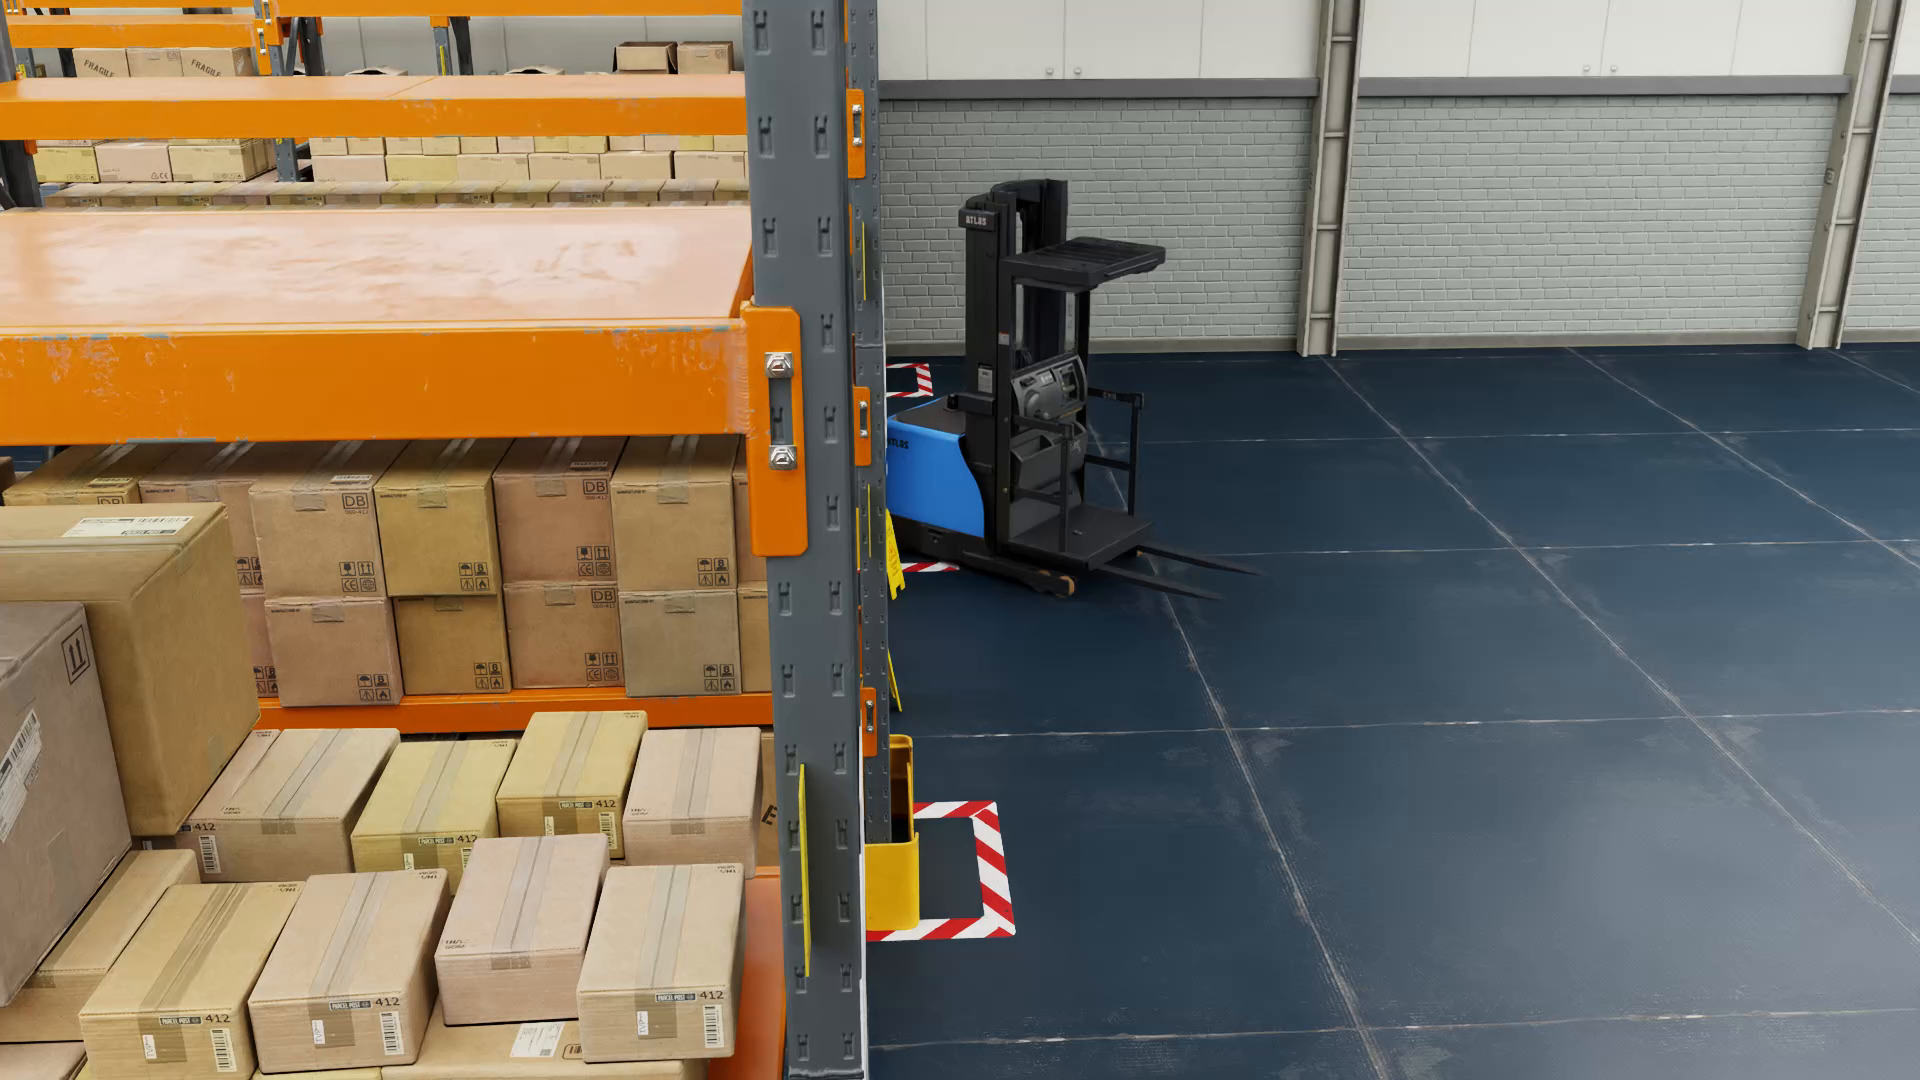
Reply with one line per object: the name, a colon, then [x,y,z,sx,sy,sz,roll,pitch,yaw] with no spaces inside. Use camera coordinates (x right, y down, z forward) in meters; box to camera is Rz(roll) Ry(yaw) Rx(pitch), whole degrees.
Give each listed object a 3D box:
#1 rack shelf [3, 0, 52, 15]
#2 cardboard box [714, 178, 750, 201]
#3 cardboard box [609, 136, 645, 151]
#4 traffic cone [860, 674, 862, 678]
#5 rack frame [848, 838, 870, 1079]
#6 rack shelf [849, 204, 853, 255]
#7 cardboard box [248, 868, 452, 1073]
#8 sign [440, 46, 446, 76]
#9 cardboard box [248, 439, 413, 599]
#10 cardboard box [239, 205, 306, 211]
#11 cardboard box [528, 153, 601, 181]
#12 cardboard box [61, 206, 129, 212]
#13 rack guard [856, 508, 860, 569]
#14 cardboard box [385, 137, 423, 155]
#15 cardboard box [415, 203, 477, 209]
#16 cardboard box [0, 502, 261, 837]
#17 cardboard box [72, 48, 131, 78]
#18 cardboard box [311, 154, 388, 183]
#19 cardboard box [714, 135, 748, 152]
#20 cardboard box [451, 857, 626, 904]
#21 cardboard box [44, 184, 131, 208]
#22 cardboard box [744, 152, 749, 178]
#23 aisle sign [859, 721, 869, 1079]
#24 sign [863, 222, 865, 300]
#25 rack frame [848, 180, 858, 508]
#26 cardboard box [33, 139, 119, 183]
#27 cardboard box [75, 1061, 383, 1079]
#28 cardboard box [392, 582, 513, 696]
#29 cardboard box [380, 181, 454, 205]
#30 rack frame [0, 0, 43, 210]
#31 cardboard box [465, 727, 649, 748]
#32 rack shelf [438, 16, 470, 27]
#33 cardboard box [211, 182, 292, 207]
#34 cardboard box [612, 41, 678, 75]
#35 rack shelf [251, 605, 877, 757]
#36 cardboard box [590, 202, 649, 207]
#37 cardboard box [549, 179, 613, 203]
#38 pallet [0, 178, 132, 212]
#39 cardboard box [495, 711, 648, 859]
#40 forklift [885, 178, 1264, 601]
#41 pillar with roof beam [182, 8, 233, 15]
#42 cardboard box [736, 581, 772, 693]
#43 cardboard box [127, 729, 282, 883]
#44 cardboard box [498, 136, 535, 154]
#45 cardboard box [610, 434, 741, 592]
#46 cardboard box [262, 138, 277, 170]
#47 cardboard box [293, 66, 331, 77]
rack shelf: [-11.090,-5.227,16.276,4.000,0.370,1.077,-1,21,-3]
cardboard box: [-1.037,-1.632,7.977,0.250,0.149,0.380,-1,21,-3]
cardboard box: [-2.417,-2.943,12.152,0.250,0.149,0.380,-2,21,-5]
traffic cone: [-0.772,0.654,11.254,0.334,0.463,0.336,-1,21,-3]
rack frame: [-0.253,2.134,3.800,0.127,3.000,1.000,-1,21,-3]
rack shelf: [-2.816,-2.411,12.534,4.000,0.370,1.077,-1,21,-3]
cardboard box: [-1.046,0.741,2.895,0.250,0.149,0.380,-2,21,-5]
sign: [-5.059,-4.666,16.277,0.005,0.325,0.100,-1,21,-3]
cardboard box: [-2.969,-0.133,8.027,0.550,0.550,0.875,-1,21,-3]
cardboard box: [-3.028,-1.357,7.255,0.250,0.149,0.380,-1,21,-2]
cardboard box: [-2.838,-2.718,12.121,0.500,0.250,0.500,-1,21,-3]
cardboard box: [-3.791,-1.341,7.214,0.250,0.149,0.380,-1,21,-4]
rack guard: [-0.895,-0.217,13.487,0.348,0.500,1.175,-1,21,-3]
cardboard box: [-3.957,-2.870,11.961,0.250,0.149,0.380,-2,21,-5]
cardboard box: [-2.275,-1.372,7.294,0.250,0.149,0.380,-1,21,-3]
cardboard box: [-1.751,0.247,3.280,0.500,0.500,0.500,-1,21,-3]
cardboard box: [-8.356,-4.607,16.418,0.500,0.500,0.500,-1,21,-3]
cardboard box: [-4.357,-2.688,12.041,0.500,0.250,0.500,-2,21,-4]
cardboard box: [-1.653,-2.928,12.113,0.250,0.149,0.380,-1,21,-4]
cardboard box: [-0.749,0.720,3.509,0.500,0.250,0.500,-1,21,-1]
cardboard box: [-4.082,-1.569,7.814,0.250,0.149,0.380,-1,21,-3]
cardboard box: [-1.314,-2.751,12.208,0.500,0.250,0.500,-1,21,-4]
aisle sign: [-0.208,0.811,3.621,0.004,0.787,0.394,-1,21,-3]
sign: [-0.418,-1.216,7.249,0.005,0.325,0.100,-1,21,-3]
rack frame: [-0.819,-1.386,13.047,0.127,3.000,1.000,-1,21,-3]
cardboard box: [-6.402,-2.751,12.037,0.500,0.250,0.500,-1,21,-2]
cardboard box: [-1.218,0.913,3.001,0.500,0.250,0.500,-1,21,-3]
cardboard box: [-2.444,0.335,8.315,0.500,0.550,0.875,-1,21,-3]
cardboard box: [-2.566,-1.600,7.895,0.250,0.149,0.380,-1,21,-2]
rack frame: [-4.429,-2.352,7.153,0.127,3.000,1.000,-1,21,-3]
cardboard box: [-1.987,1.223,8.590,0.875,0.875,0.875,-1,21,-4]
rack shelf: [-3.103,-5.389,16.703,4.000,0.370,1.077,-1,21,-3]
cardboard box: [-3.329,-1.584,7.853,0.250,0.149,0.380,-1,21,-2]
cardboard box: [-3.148,-4.763,16.825,0.637,0.503,0.797,0,21,-1]
rack shelf: [-2.432,0.747,8.455,4.000,0.370,1.077,-1,21,-3]
cardboard box: [-1.516,-1.387,7.334,0.250,0.149,0.380,-1,21,-2]
cardboard box: [-1.802,-1.616,7.936,0.250,0.149,0.380,-2,21,-4]
pallet: [-6.470,-2.622,12.341,1.003,0.211,1.213,-1,21,-3]
cardboard box: [-0.806,0.510,3.500,0.250,0.149,0.380,-1,21,-2]
forklift: [0.849,-1.146,12.512,3.031,2.935,1.130,15,25,34]
pillar with roof beam: [-7.597,-4.608,13.077,0.400,9.000,9.100,-1,21,-3]
cardboard box: [-0.803,0.324,8.345,0.550,0.550,0.875,-1,21,-3]
cardboard box: [-1.569,0.543,3.414,0.250,0.149,0.380,-1,21,-3]
cardboard box: [-3.182,-2.899,12.035,0.250,0.149,0.380,-1,21,-4]
cardboard box: [-1.352,-0.167,8.115,0.550,0.550,0.875,-1,21,-3]
cardboard box: [-5.419,-2.964,12.594,0.500,0.250,0.500,-2,21,-5]
cardboard box: [-6.574,-4.555,16.547,0.500,0.311,0.500,-2,21,-5]
